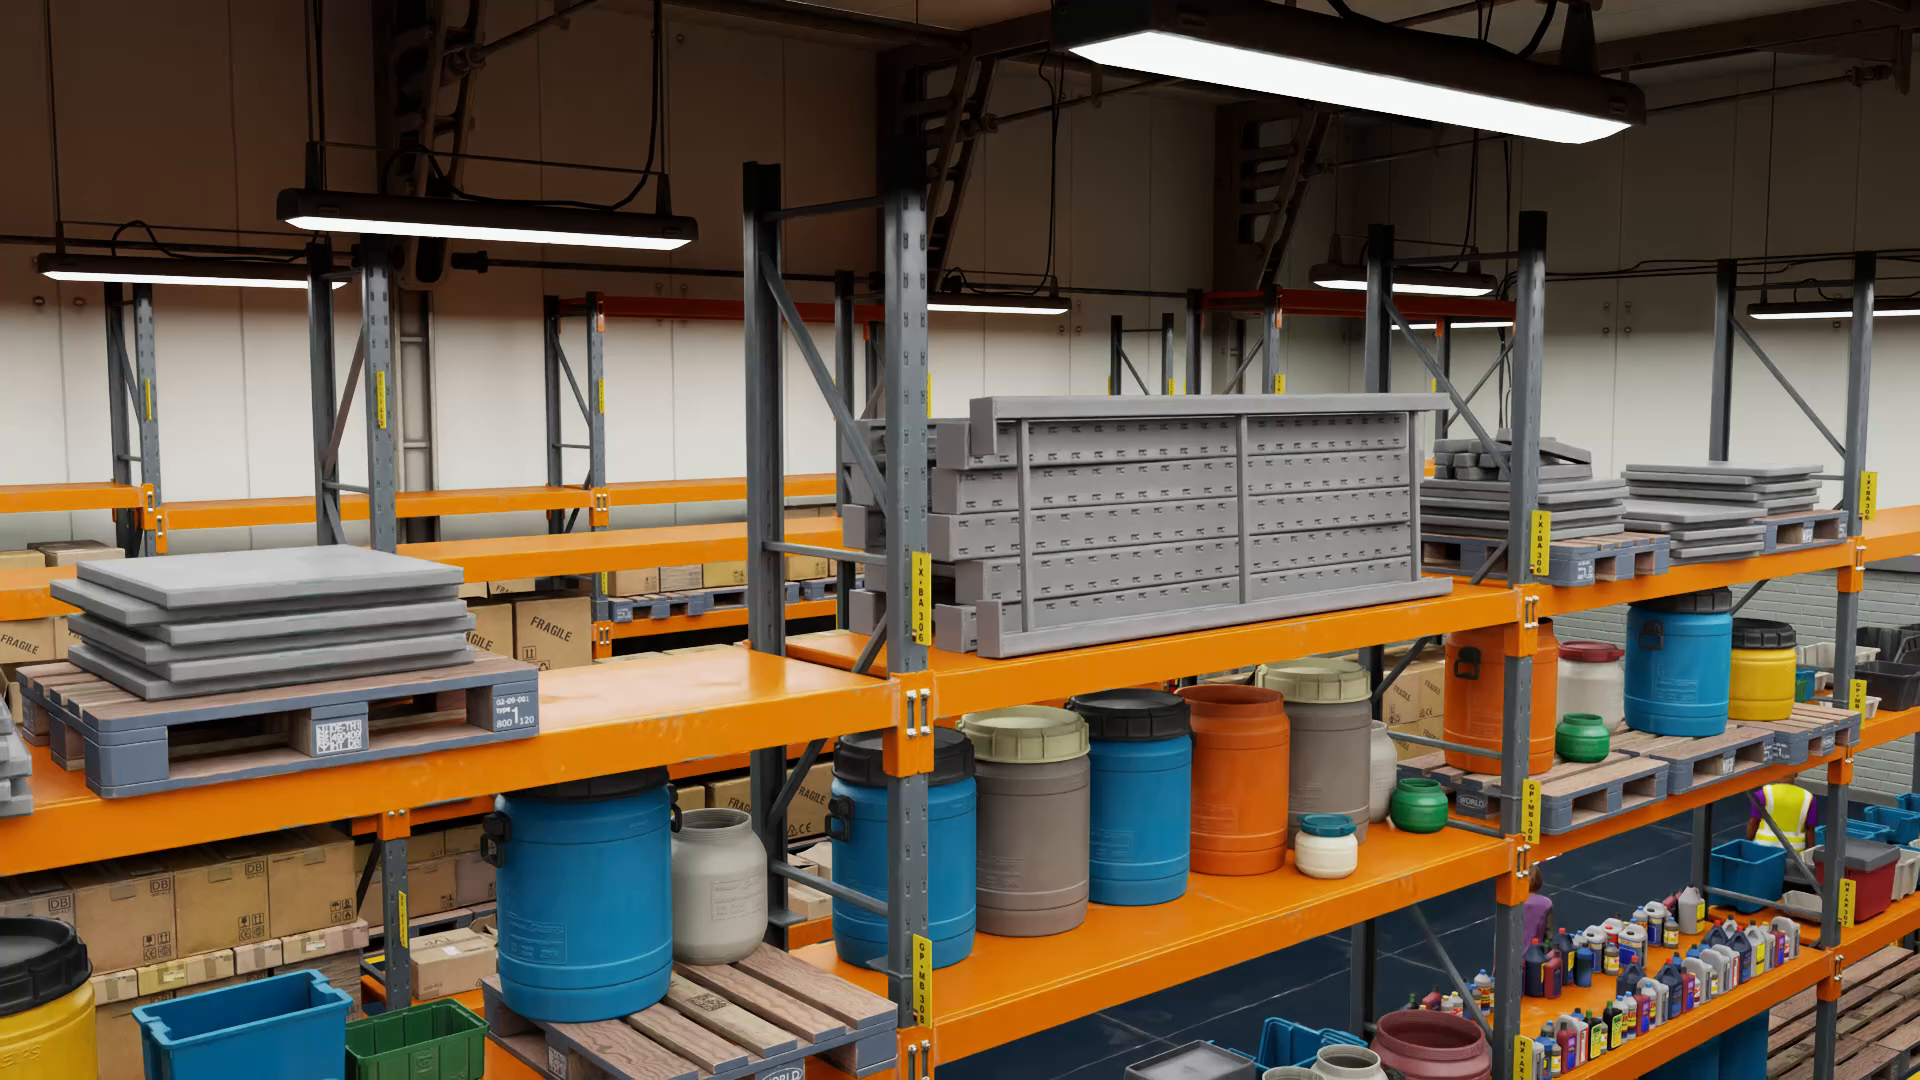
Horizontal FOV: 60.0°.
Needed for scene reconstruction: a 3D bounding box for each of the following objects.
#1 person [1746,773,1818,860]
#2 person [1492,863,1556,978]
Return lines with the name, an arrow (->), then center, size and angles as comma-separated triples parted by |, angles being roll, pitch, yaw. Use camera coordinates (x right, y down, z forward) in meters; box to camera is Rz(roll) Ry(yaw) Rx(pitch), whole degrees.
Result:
person -> 7.443, 2.831, 15.096 | 0.602, 1.767, 0.530 | 1, 6, 14
person -> 4.187, 3.203, 12.356 | 0.410, 1.615, 0.639 | 4, 7, 35
